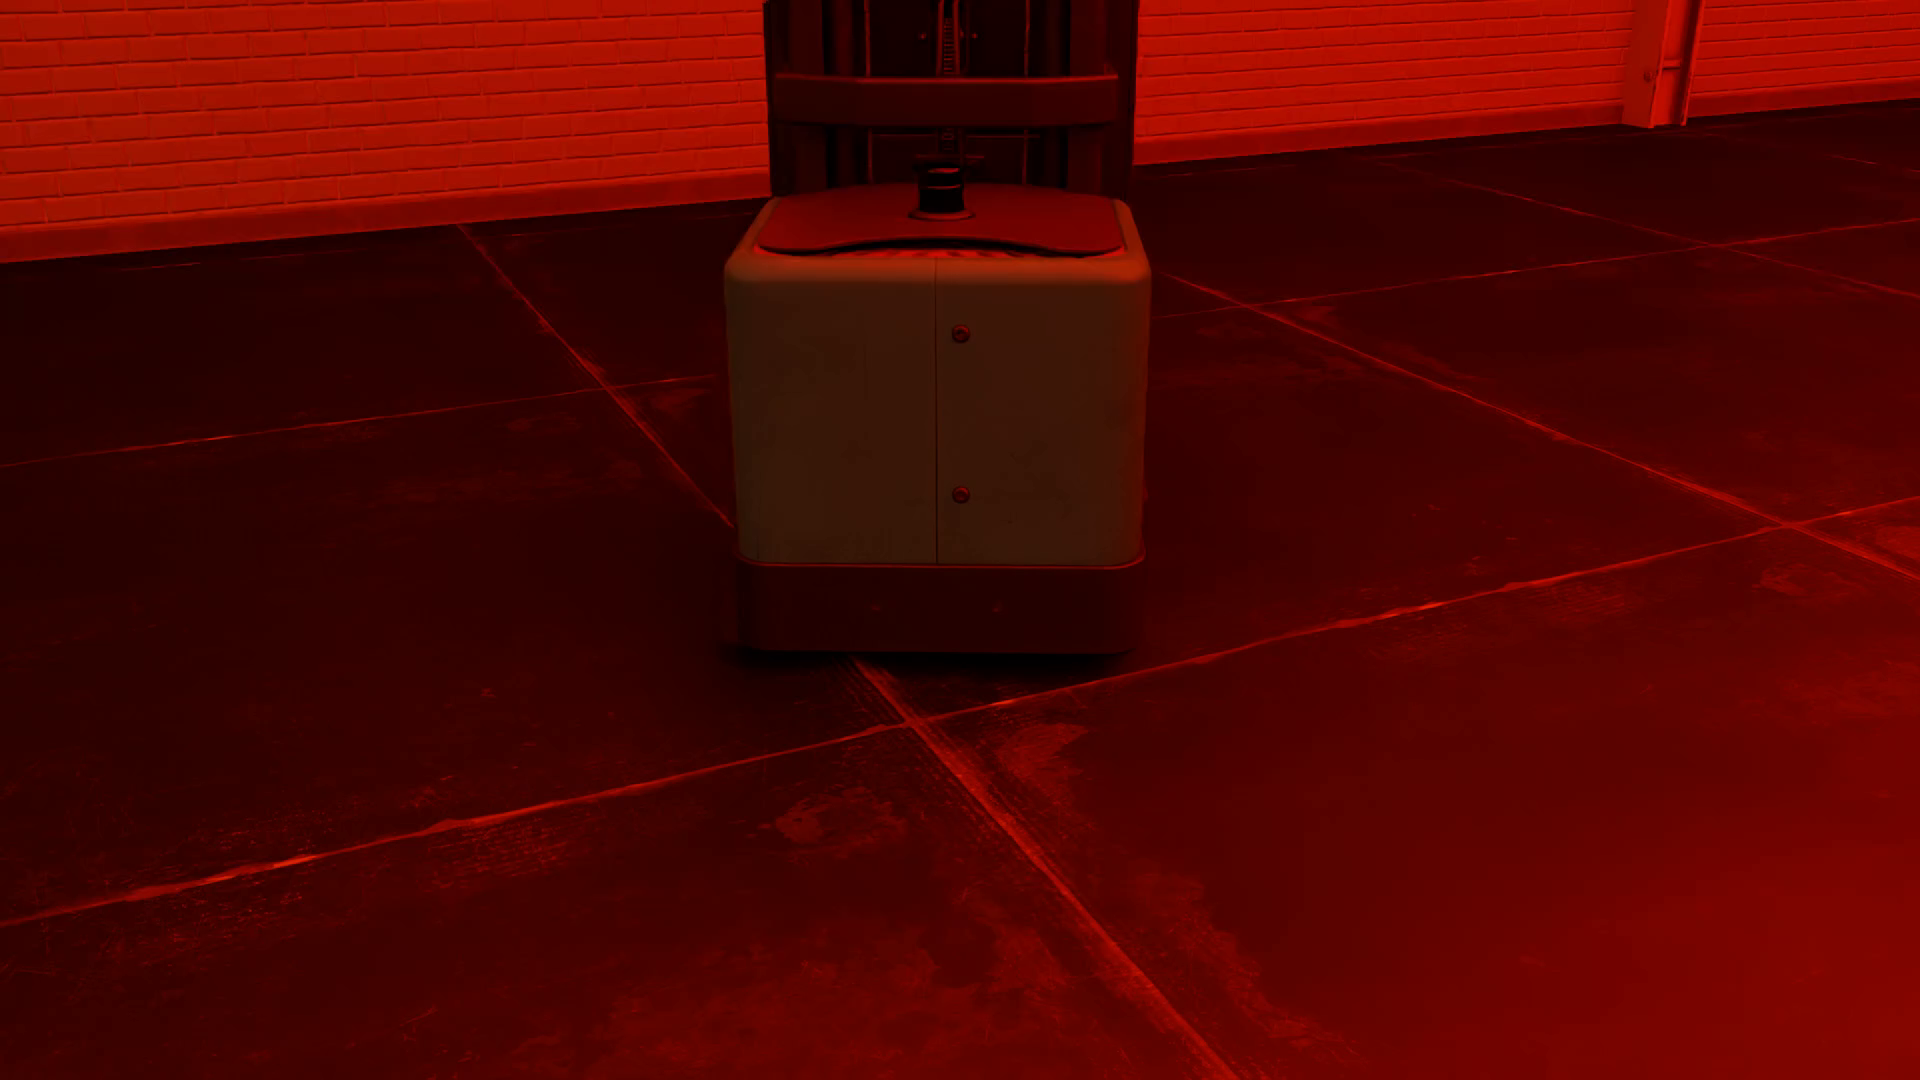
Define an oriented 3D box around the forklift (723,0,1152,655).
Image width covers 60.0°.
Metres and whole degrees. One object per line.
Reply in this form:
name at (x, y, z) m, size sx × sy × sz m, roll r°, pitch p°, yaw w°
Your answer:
forklift at (-0.021, -1.580, 5.090) m, size 1.130 × 2.935 × 3.031 m, roll 1°, pitch 23°, yaw 1°
